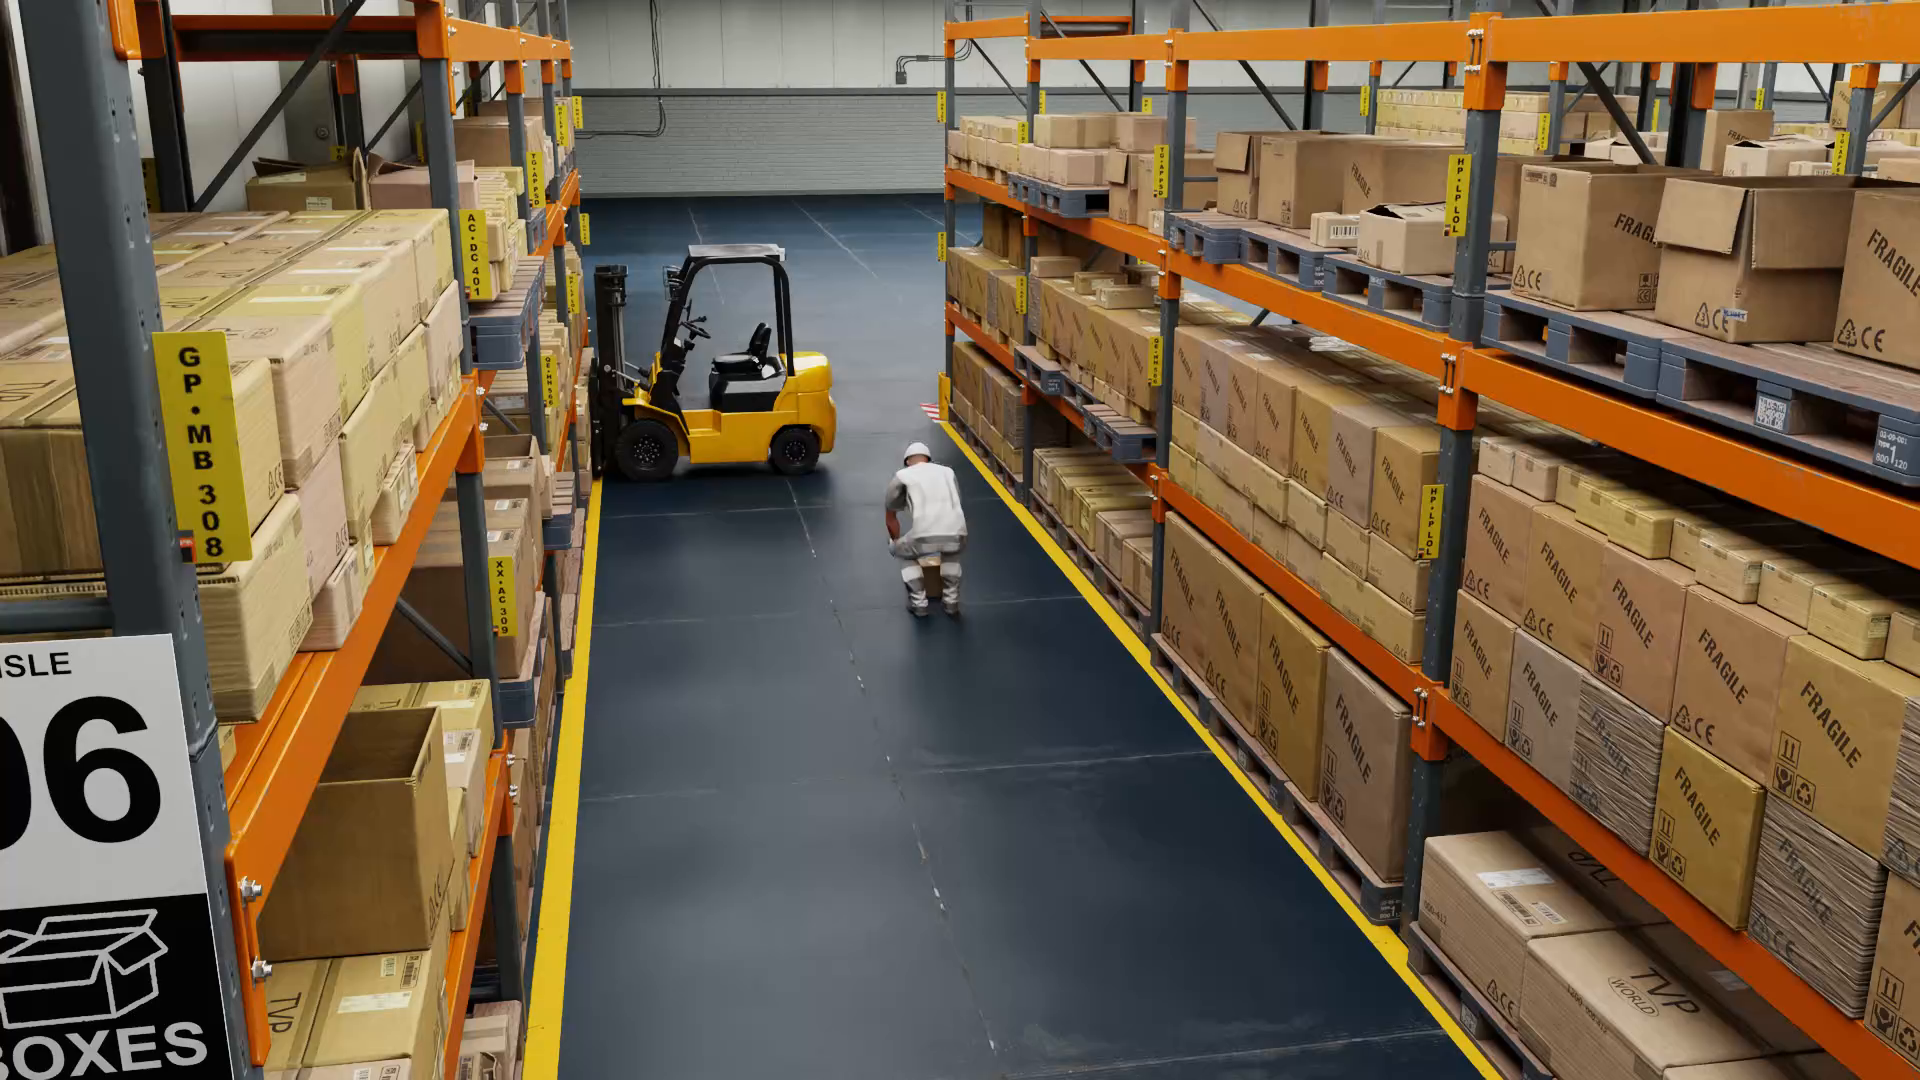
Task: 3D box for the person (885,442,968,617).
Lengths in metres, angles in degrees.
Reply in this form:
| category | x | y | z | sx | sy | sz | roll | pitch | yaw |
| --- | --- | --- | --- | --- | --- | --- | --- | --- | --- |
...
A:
| category | x | y | z | sx | sy | sz | roll | pitch | yaw |
| --- | --- | --- | --- | --- | --- | --- | --- | --- | --- |
| person | -0.249 | -0.069 | 12.286 | 0.581 | 1.201 | 0.845 | -3 | 16 | -11 |
